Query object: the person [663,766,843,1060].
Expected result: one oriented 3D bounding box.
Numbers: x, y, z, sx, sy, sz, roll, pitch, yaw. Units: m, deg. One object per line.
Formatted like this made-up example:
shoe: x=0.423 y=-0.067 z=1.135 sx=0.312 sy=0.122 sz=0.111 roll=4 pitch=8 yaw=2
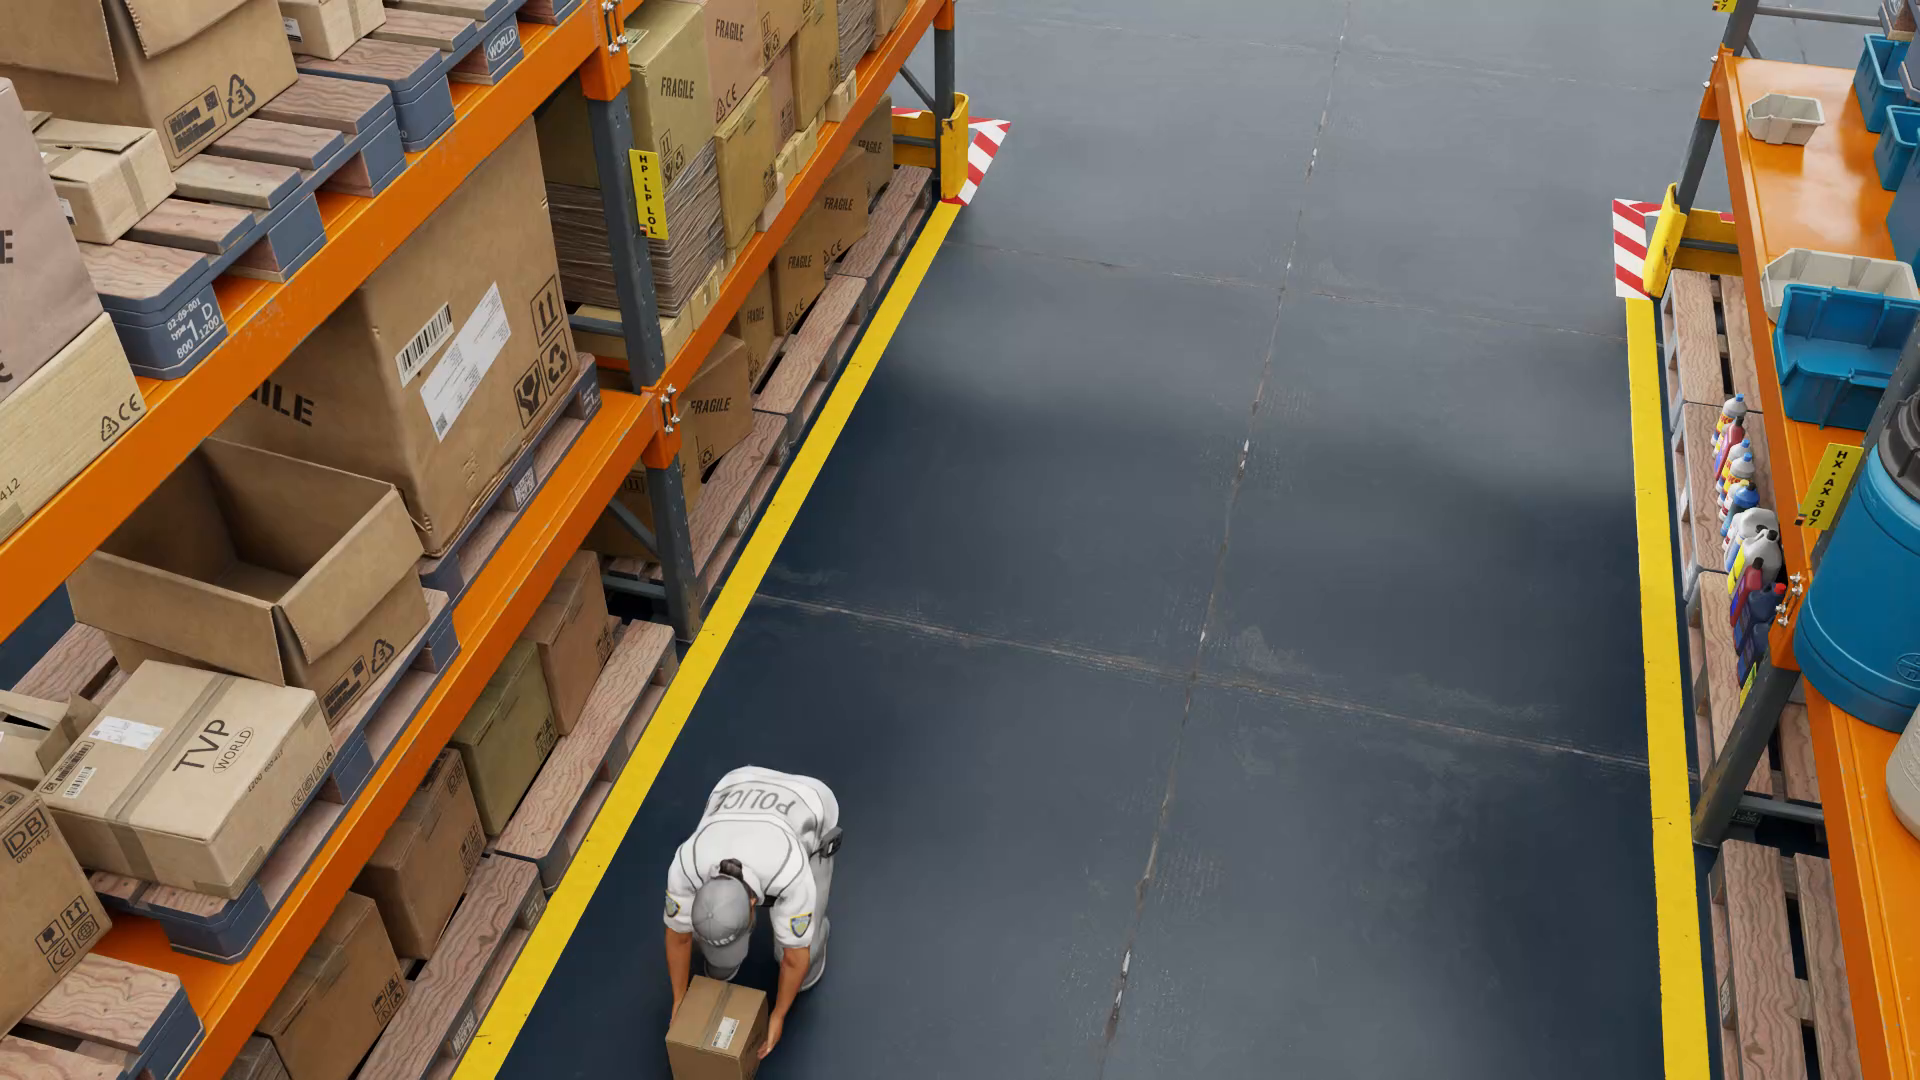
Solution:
person: x=-0.667 y=1.153 z=5.423 sx=0.516 sy=0.909 sz=0.857 roll=10 pitch=42 yaw=11
